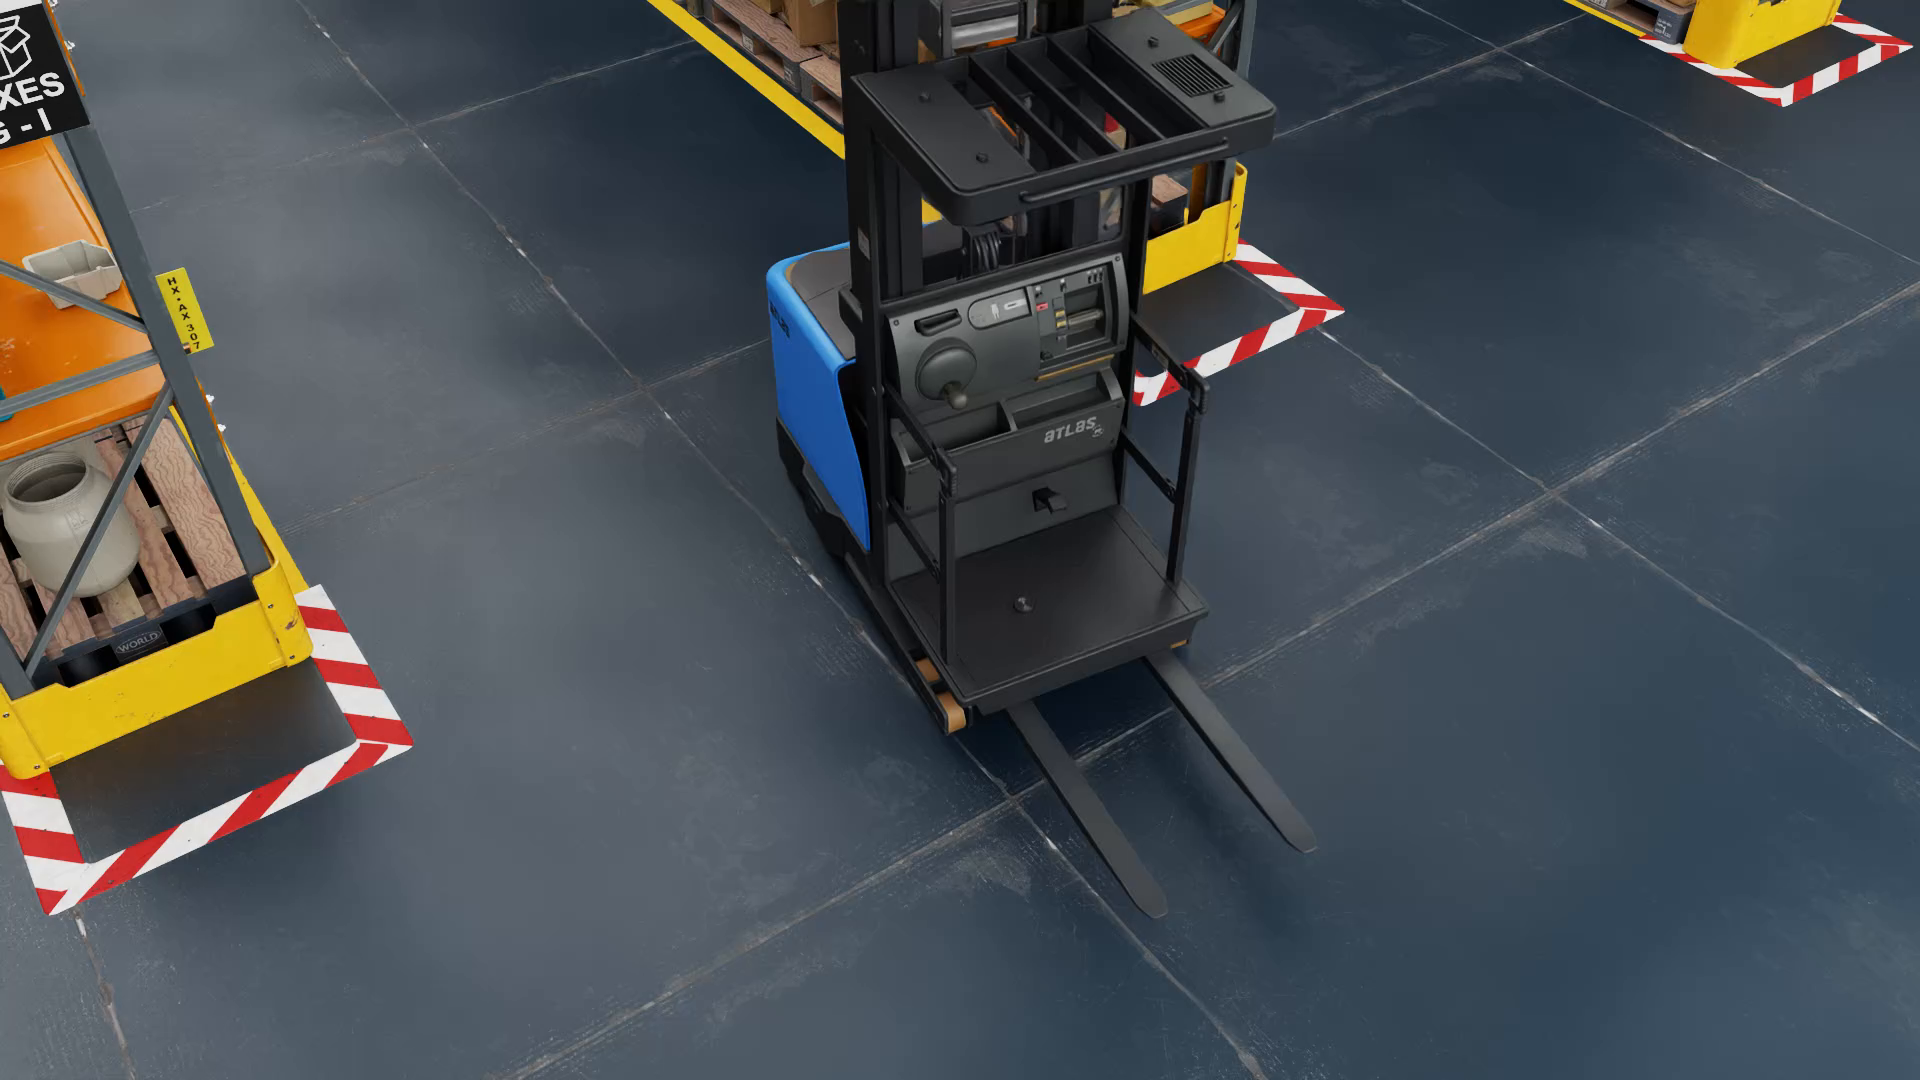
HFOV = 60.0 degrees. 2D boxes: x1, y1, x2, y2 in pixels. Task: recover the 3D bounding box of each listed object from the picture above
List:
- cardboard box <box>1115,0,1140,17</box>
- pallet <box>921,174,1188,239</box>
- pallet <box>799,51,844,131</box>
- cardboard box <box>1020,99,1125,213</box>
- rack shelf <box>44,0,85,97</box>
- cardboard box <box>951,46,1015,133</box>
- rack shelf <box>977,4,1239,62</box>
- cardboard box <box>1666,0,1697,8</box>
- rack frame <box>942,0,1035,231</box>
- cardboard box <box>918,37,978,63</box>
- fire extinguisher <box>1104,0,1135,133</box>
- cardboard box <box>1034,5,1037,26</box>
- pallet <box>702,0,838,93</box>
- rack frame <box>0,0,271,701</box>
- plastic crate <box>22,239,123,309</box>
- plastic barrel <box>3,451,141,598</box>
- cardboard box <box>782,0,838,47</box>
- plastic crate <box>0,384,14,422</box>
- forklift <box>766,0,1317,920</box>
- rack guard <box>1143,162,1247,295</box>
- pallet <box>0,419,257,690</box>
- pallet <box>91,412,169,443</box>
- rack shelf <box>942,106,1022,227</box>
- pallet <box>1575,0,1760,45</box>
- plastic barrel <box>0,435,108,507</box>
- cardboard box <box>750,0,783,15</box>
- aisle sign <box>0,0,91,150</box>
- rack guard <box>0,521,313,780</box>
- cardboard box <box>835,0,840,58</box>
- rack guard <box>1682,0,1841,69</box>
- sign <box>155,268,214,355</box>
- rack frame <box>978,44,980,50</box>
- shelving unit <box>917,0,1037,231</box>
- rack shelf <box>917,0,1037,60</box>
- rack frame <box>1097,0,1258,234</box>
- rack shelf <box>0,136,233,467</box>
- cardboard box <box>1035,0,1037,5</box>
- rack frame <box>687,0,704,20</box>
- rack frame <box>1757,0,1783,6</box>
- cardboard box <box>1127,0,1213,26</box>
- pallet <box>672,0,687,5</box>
[{"bbox_3d":[0.626,-2.410,7.775,0.380,0.149,0.250,-26,49,-24],"label":"cardboard box"},{"bbox_3d":[0.479,-1.929,9.109,1.003,0.211,1.213,-26,49,-24],"label":"pallet"},{"bbox_3d":[-0.215,-2.620,9.832,1.003,0.211,1.213,-26,49,-24],"label":"pallet"},{"bbox_3d":[0.615,-2.029,8.700,0.500,0.500,0.500,-17,46,-17],"label":"cardboard box"},{"bbox_3d":[-4.248,-2.422,5.954,1.077,0.370,4.000,-26,49,-24],"label":"rack shelf"},{"bbox_3d":[0.245,-2.354,9.041,0.500,0.500,0.500,-14,45,-14],"label":"cardboard box"},{"bbox_3d":[-0.186,-3.293,9.039,1.077,0.370,4.000,-26,49,-24],"label":"rack shelf"},{"bbox_3d":[4.642,-4.064,10.561,0.875,0.875,0.875,-25,49,-24],"label":"cardboard box"},{"bbox_3d":[0.116,-1.478,7.269,0.400,2.100,0.015,-16,46,-16],"label":"rack frame"},{"bbox_3d":[-0.098,-2.716,9.420,0.500,0.500,0.500,-21,48,-21],"label":"cardboard box"},{"bbox_3d":[0.646,-2.146,7.373,0.296,0.674,0.183,-26,49,-24],"label":"fire extinguisher"},{"bbox_3d":[0.483,-2.552,7.924,0.380,0.149,0.250,-26,49,-24],"label":"cardboard box"},{"bbox_3d":[-0.917,-3.311,10.557,1.003,0.211,1.213,-26,49,-24],"label":"pallet"},{"bbox_3d":[-3.104,-0.464,5.555,1.000,3.000,0.127,-26,49,-24],"label":"rack frame"},{"bbox_3d":[-3.352,-1.003,6.310,0.298,0.136,0.250,-26,49,-24],"label":"plastic crate"},{"bbox_3d":[-3.543,-0.059,6.628,0.421,0.512,0.421,0,44,0],"label":"plastic barrel"},{"bbox_3d":[-0.800,-3.370,10.105,0.500,0.500,0.500,-12,45,-12],"label":"cardboard box"},{"bbox_3d":[-3.636,-0.576,5.779,0.499,0.251,0.616,-26,49,-24],"label":"plastic crate"},{"bbox_3d":[0.281,-0.664,5.814,1.130,2.935,3.031,-19,47,-19],"label":"forklift"},{"bbox_3d":[0.915,-1.560,8.513,1.175,0.500,0.348,-26,49,-24],"label":"rack guard"},{"bbox_3d":[-3.647,0.058,7.028,1.003,0.211,1.213,-26,49,-24],"label":"pallet"},{"bbox_3d":[-4.340,-0.633,7.751,1.003,0.211,1.213,-26,49,-24],"label":"pallet"},{"bbox_3d":[0.022,-1.624,7.441,0.431,0.518,0.480,-16,46,-16],"label":"rack shelf"},{"bbox_3d":[4.563,-3.736,11.002,1.003,0.211,1.213,-26,49,-24],"label":"pallet"},{"bbox_3d":[-3.830,-0.343,6.925,0.421,0.512,0.421,0,44,0],"label":"plastic barrel"},{"bbox_3d":[-1.134,-3.692,10.442,0.500,0.500,0.500,-27,50,-26],"label":"cardboard box"},{"bbox_3d":[-2.823,-1.480,4.736,0.394,0.787,0.004,-26,49,-24],"label":"aisle sign"},{"bbox_3d":[-3.186,0.415,6.444,1.175,0.500,0.348,-26,49,-24],"label":"rack guard"},{"bbox_3d":[-0.381,-3.050,9.769,0.500,0.500,0.500,-30,51,-28],"label":"cardboard box"},{"bbox_3d":[5.098,-3.405,10.446,1.175,0.500,0.348,-26,49,-24],"label":"rack guard"},{"bbox_3d":[-2.650,-0.779,5.684,0.100,0.325,0.005,-26,49,-24],"label":"sign"},{"bbox_3d":[-0.072,-1.789,7.595,0.400,2.100,0.015,-16,46,-16],"label":"rack frame"},{"bbox_3d":[0.022,-1.634,7.432,0.431,2.100,0.503,-16,46,-16],"label":"shelving unit"},{"bbox_3d":[0.022,-2.130,6.958,0.431,0.518,0.480,-16,46,-16],"label":"rack shelf"},{"bbox_3d":[0.958,-2.421,7.605,1.000,3.000,0.127,-26,49,-24],"label":"rack frame"},{"bbox_3d":[-4.248,-1.337,6.990,1.077,0.370,4.000,-26,49,-24],"label":"rack shelf"},{"bbox_3d":[0.666,-2.887,7.805,0.875,0.500,0.500,-26,49,-24],"label":"cardboard box"},{"bbox_3d":[-1.330,-4.686,9.978,1.000,3.000,0.127,-26,49,-24],"label":"rack frame"},{"bbox_3d":[5.084,-4.323,9.597,1.000,3.000,0.127,-26,49,-24],"label":"rack frame"},{"bbox_3d":[0.991,-2.586,7.959,0.380,0.149,0.250,-26,49,-24],"label":"cardboard box"},{"bbox_3d":[-1.777,-4.118,11.402,1.003,0.211,1.213,-26,49,-24],"label":"pallet"}]
